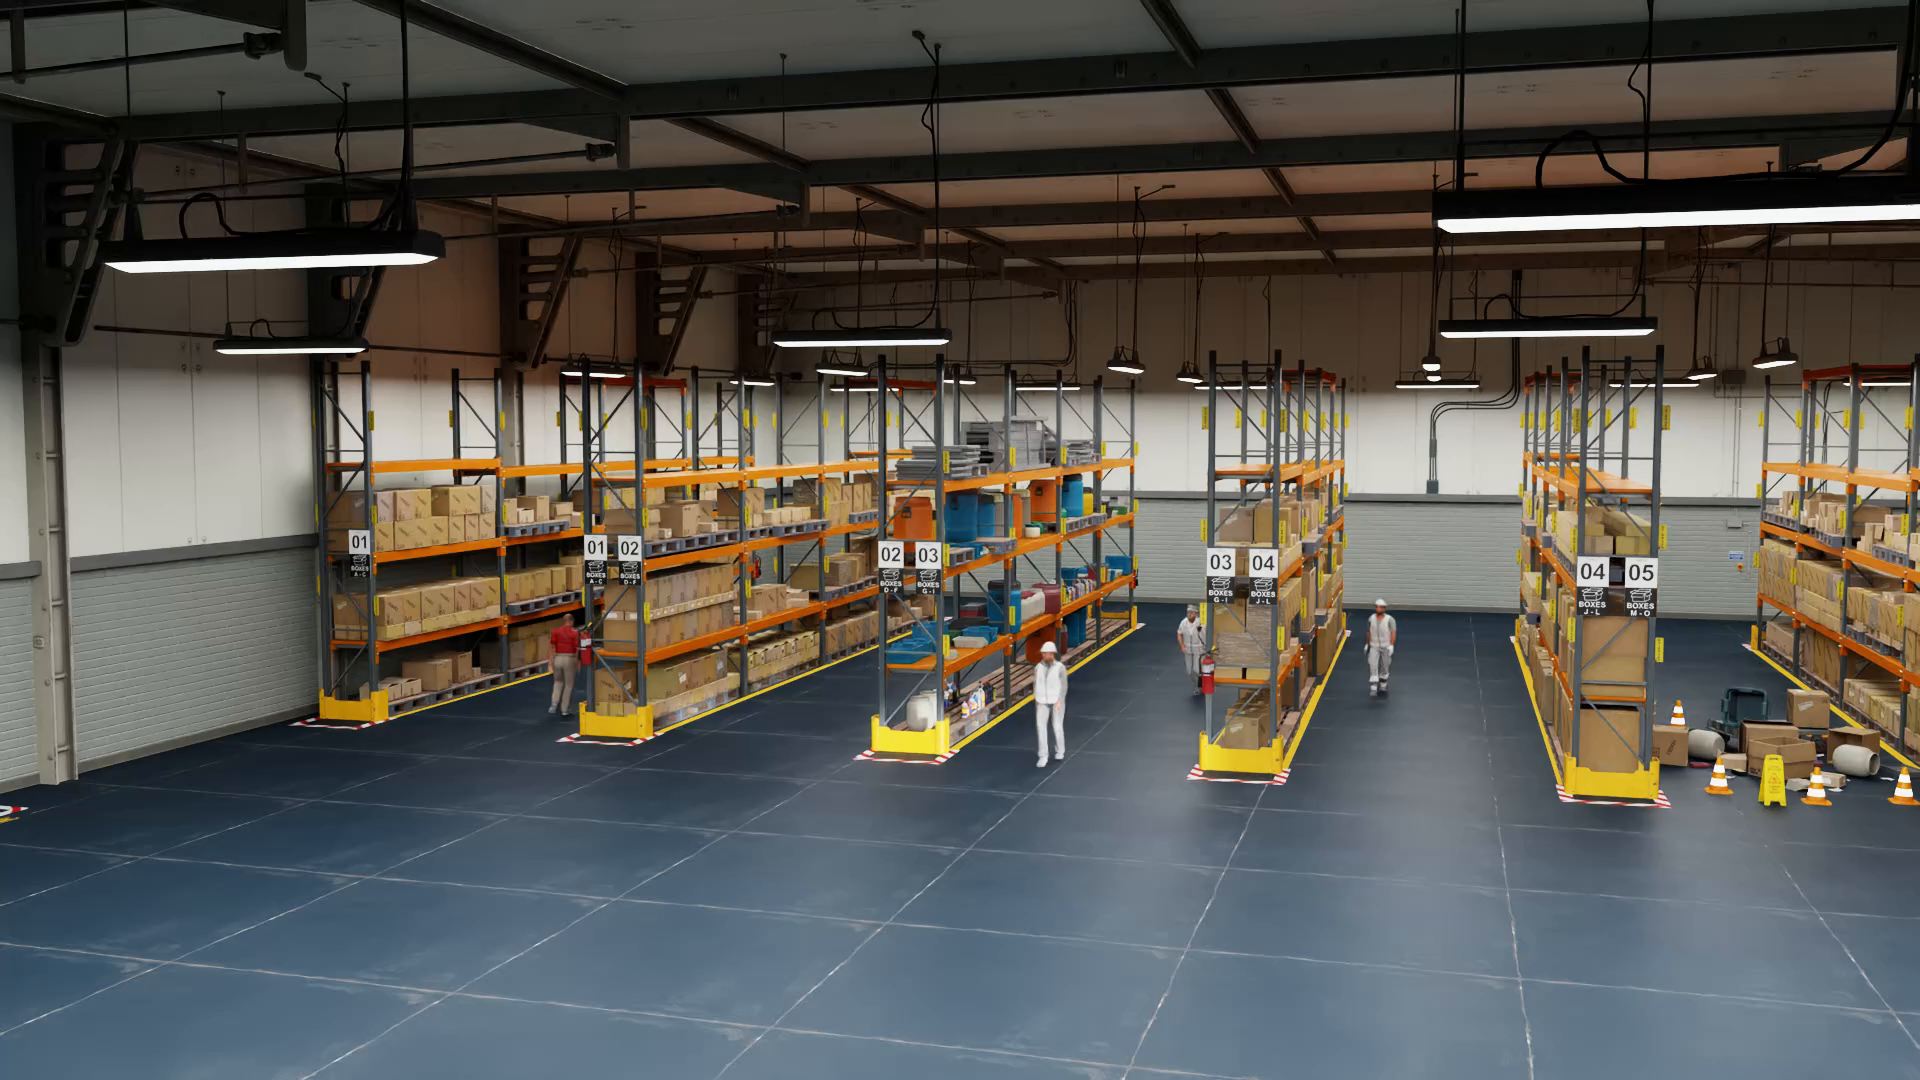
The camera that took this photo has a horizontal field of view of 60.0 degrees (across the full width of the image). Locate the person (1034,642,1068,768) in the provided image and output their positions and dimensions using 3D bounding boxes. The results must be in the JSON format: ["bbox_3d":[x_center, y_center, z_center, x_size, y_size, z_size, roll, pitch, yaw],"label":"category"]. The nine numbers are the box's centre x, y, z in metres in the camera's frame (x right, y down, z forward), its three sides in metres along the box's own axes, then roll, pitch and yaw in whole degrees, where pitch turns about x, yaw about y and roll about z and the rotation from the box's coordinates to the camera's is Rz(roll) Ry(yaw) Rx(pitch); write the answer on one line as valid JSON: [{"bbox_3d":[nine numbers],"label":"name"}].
[{"bbox_3d":[1.309,2.398,24.345,0.564,1.804,0.766,2,4,21],"label":"person"}]

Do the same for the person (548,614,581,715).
[{"bbox_3d":[-6.706,2.110,28.297,0.589,1.726,0.451,1,4,11],"label":"person"}]

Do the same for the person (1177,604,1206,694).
[{"bbox_3d":[4.324,1.995,30.330,0.709,1.692,0.726,2,5,26],"label":"person"}]

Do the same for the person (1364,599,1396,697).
[{"bbox_3d":[7.631,1.946,30.232,0.576,1.724,1.034,1,4,17],"label":"person"}]

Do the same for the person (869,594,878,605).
[{"bbox_3d":[-2.277,1.129,42.761,0.440,1.588,1.056,2,5,26],"label":"person"}]
